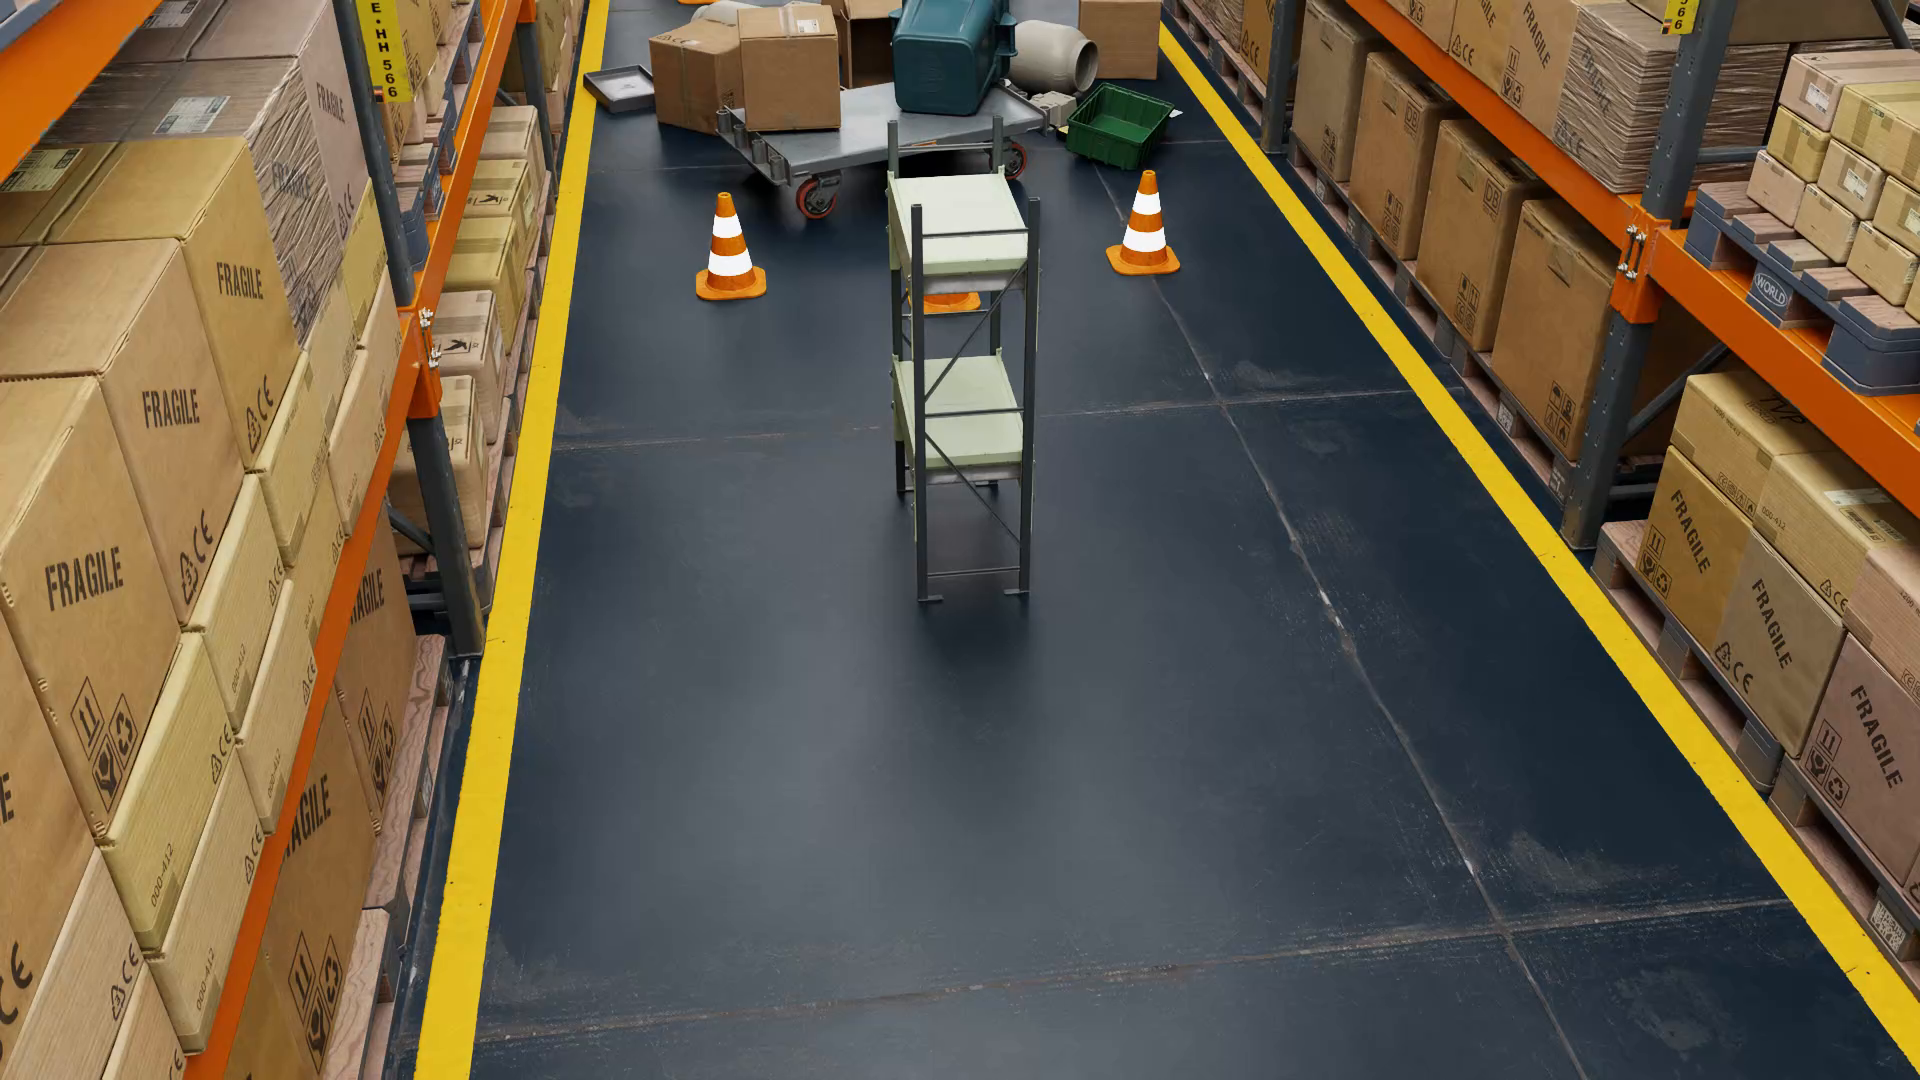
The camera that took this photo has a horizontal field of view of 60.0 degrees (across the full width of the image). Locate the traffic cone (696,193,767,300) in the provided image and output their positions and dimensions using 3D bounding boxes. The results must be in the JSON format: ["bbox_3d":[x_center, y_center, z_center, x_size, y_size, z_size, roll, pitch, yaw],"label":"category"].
[{"bbox_3d":[-1.111,-1.432,7.941,0.336,0.463,0.334,-4,35,-6],"label":"traffic cone"}]

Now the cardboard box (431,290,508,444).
[{"bbox_3d":[-2.300,-0.649,6.499,0.950,0.372,0.625,-5,35,-7],"label":"cardboard box"}]

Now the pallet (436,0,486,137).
[{"bbox_3d":[-2.433,-1.857,6.481,1.003,0.211,1.213,-4,35,-6],"label":"pallet"}]

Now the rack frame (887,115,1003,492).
[{"bbox_3d":[-0.050,-0.828,6.133,0.400,1.500,0.023,-4,35,-6],"label":"rack frame"}]

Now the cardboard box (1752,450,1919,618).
[{"bbox_3d":[2.686,-0.030,4.811,0.500,0.250,0.500,-5,35,-7],"label":"cardboard box"}]

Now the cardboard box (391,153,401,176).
[{"bbox_3d":[-1.991,-1.260,5.285,0.380,0.149,0.250,-6,35,-9],"label":"cardboard box"}]

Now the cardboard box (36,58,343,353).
[{"bbox_3d":[-1.721,-0.734,3.687,0.500,0.500,0.500,-4,34,-6],"label":"cardboard box"}]

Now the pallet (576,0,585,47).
[{"bbox_3d":[-3.118,-3.648,11.415,1.003,0.211,1.213,-4,35,-6],"label":"pallet"}]

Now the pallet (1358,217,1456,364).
[{"bbox_3d":[2.573,-1.238,7.880,1.003,0.211,1.213,-4,35,-6],"label":"pallet"}]

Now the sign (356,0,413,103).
[{"bbox_3d":[-1.577,-1.357,4.549,0.100,0.325,0.005,-4,35,-6],"label":"sign"}]

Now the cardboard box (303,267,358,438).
[{"bbox_3d":[-1.737,-0.442,3.924,0.500,0.250,0.500,-5,35,-8],"label":"cardboard box"}]

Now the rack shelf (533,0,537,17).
[{"bbox_3d":[-2.934,-3.885,9.926,1.077,0.370,4.000,-4,35,-6],"label":"rack shelf"}]

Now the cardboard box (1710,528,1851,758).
[{"bbox_3d":[2.678,0.288,5.010,0.500,0.500,0.500,-4,34,-6],"label":"cardboard box"}]

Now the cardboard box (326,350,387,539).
[{"bbox_3d":[-1.717,-0.226,4.051,0.500,0.250,0.500,-4,34,-6],"label":"cardboard box"}]

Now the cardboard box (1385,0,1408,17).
[{"bbox_3d":[2.164,-2.664,7.407,0.500,0.500,0.500,-5,35,-7],"label":"cardboard box"}]

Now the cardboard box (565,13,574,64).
[{"bbox_3d":[-2.633,-3.046,10.125,0.500,0.250,0.500,-5,35,-7],"label":"cardboard box"}]

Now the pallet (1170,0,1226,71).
[{"bbox_3d":[2.035,-3.458,11.137,1.003,0.211,1.213,-4,35,-6],"label":"pallet"}]

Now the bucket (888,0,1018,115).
[{"bbox_3d":[-0.076,-2.674,9.068,0.726,0.611,0.620,7,45,10],"label":"bucket"}]

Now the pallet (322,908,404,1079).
[{"bbox_3d":[-1.934,1.443,3.945,1.003,0.211,1.213,-4,35,-6],"label":"pallet"}]

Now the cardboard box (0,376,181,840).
[{"bbox_3d":[-1.524,0.114,2.442,0.500,0.500,0.500,-5,35,-8],"label":"cardboard box"}]

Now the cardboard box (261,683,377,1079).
[{"bbox_3d":[-2.000,0.760,3.985,0.875,0.875,0.875,-4,34,-6],"label":"cardboard box"}]

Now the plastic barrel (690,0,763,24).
[{"bbox_3d":[-1.425,-3.196,10.564,0.512,0.421,0.421,20,39,26],"label":"plastic barrel"}]

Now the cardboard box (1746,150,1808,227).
[{"bbox_3d":[2.625,-1.070,5.007,0.380,0.149,0.250,-5,35,-7],"label":"cardboard box"}]

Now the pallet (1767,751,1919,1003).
[{"bbox_3d":[3.029,1.002,4.592,1.003,0.211,1.213,-4,35,-6],"label":"pallet"}]

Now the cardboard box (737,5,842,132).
[{"bbox_3d":[-0.905,-2.498,8.799,0.500,0.500,0.500,-4,35,-6],"label":"cardboard box"}]

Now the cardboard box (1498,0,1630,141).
[{"bbox_3d":[2.372,-1.816,6.163,0.500,0.500,0.500,-4,35,-6],"label":"cardboard box"}]

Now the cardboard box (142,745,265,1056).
[{"bbox_3d":[-1.510,0.618,2.812,0.500,0.250,0.500,-5,35,-7],"label":"cardboard box"}]

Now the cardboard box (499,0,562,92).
[{"bbox_3d":[-2.476,-2.763,9.044,0.500,0.500,0.500,-3,34,-4],"label":"cardboard box"}]

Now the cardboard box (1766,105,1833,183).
[{"bbox_3d":[2.631,-1.173,4.894,0.380,0.149,0.250,-3,34,-4],"label":"cardboard box"}]

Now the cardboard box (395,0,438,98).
[{"bbox_3d":[-2.035,-1.731,5.401,0.500,0.500,0.500,-3,34,-4],"label":"cardboard box"}]

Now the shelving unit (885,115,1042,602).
[{"bbox_3d":[-0.001,-0.623,5.833,0.431,1.500,0.755,-4,35,-6],"label":"shelving unit"}]

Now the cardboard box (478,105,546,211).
[{"bbox_3d":[-2.592,-1.862,8.279,0.950,0.372,0.625,-4,34,-6],"label":"cardboard box"}]

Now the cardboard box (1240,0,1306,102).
[{"bbox_3d":[2.212,-3.150,9.722,0.875,0.875,0.875,-4,34,-6],"label":"cardboard box"}]

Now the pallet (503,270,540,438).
[{"bbox_3d":[-2.391,-0.797,7.233,1.003,0.211,1.213,-4,35,-6],"label":"pallet"}]

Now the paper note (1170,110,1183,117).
[{"bbox_3d":[1.239,-2.578,10.005,0.142,0.020,0.147,27,43,34],"label":"paper note"}]

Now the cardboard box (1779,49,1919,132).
[{"bbox_3d":[2.636,-1.306,4.825,0.380,0.149,0.250,-4,35,-6],"label":"cardboard box"}]

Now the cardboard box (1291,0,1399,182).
[{"bbox_3d":[2.400,-2.402,8.736,1.050,0.750,0.750,-5,35,-7],"label":"cardboard box"}]

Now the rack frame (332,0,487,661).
[{"bbox_3d":[-2.127,-0.834,4.811,1.000,3.000,0.127,-4,35,-6],"label":"rack frame"}]

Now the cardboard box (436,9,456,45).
[{"bbox_3d":[-2.155,-2.005,6.379,0.380,0.149,0.250,-3,34,-5],"label":"cardboard box"}]

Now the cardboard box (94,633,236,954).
[{"bbox_3d":[-1.508,0.414,2.668,0.500,0.250,0.500,-4,34,-6],"label":"cardboard box"}]

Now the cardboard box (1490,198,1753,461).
[{"bbox_3d":[2.772,-0.856,6.467,1.050,0.750,0.750,-5,35,-7],"label":"cardboard box"}]

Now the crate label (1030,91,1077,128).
[{"bbox_3d":[0.549,-2.567,9.895,0.250,0.136,0.298,27,43,34],"label":"crate label"}]

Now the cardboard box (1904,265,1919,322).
[{"bbox_3d":[2.736,-0.620,4.346,0.380,0.149,0.250,-3,34,-4],"label":"cardboard box"}]

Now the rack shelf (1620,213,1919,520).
[{"bbox_3d":[3.034,0.148,4.008,1.077,0.370,4.000,-4,35,-6],"label":"rack shelf"}]
